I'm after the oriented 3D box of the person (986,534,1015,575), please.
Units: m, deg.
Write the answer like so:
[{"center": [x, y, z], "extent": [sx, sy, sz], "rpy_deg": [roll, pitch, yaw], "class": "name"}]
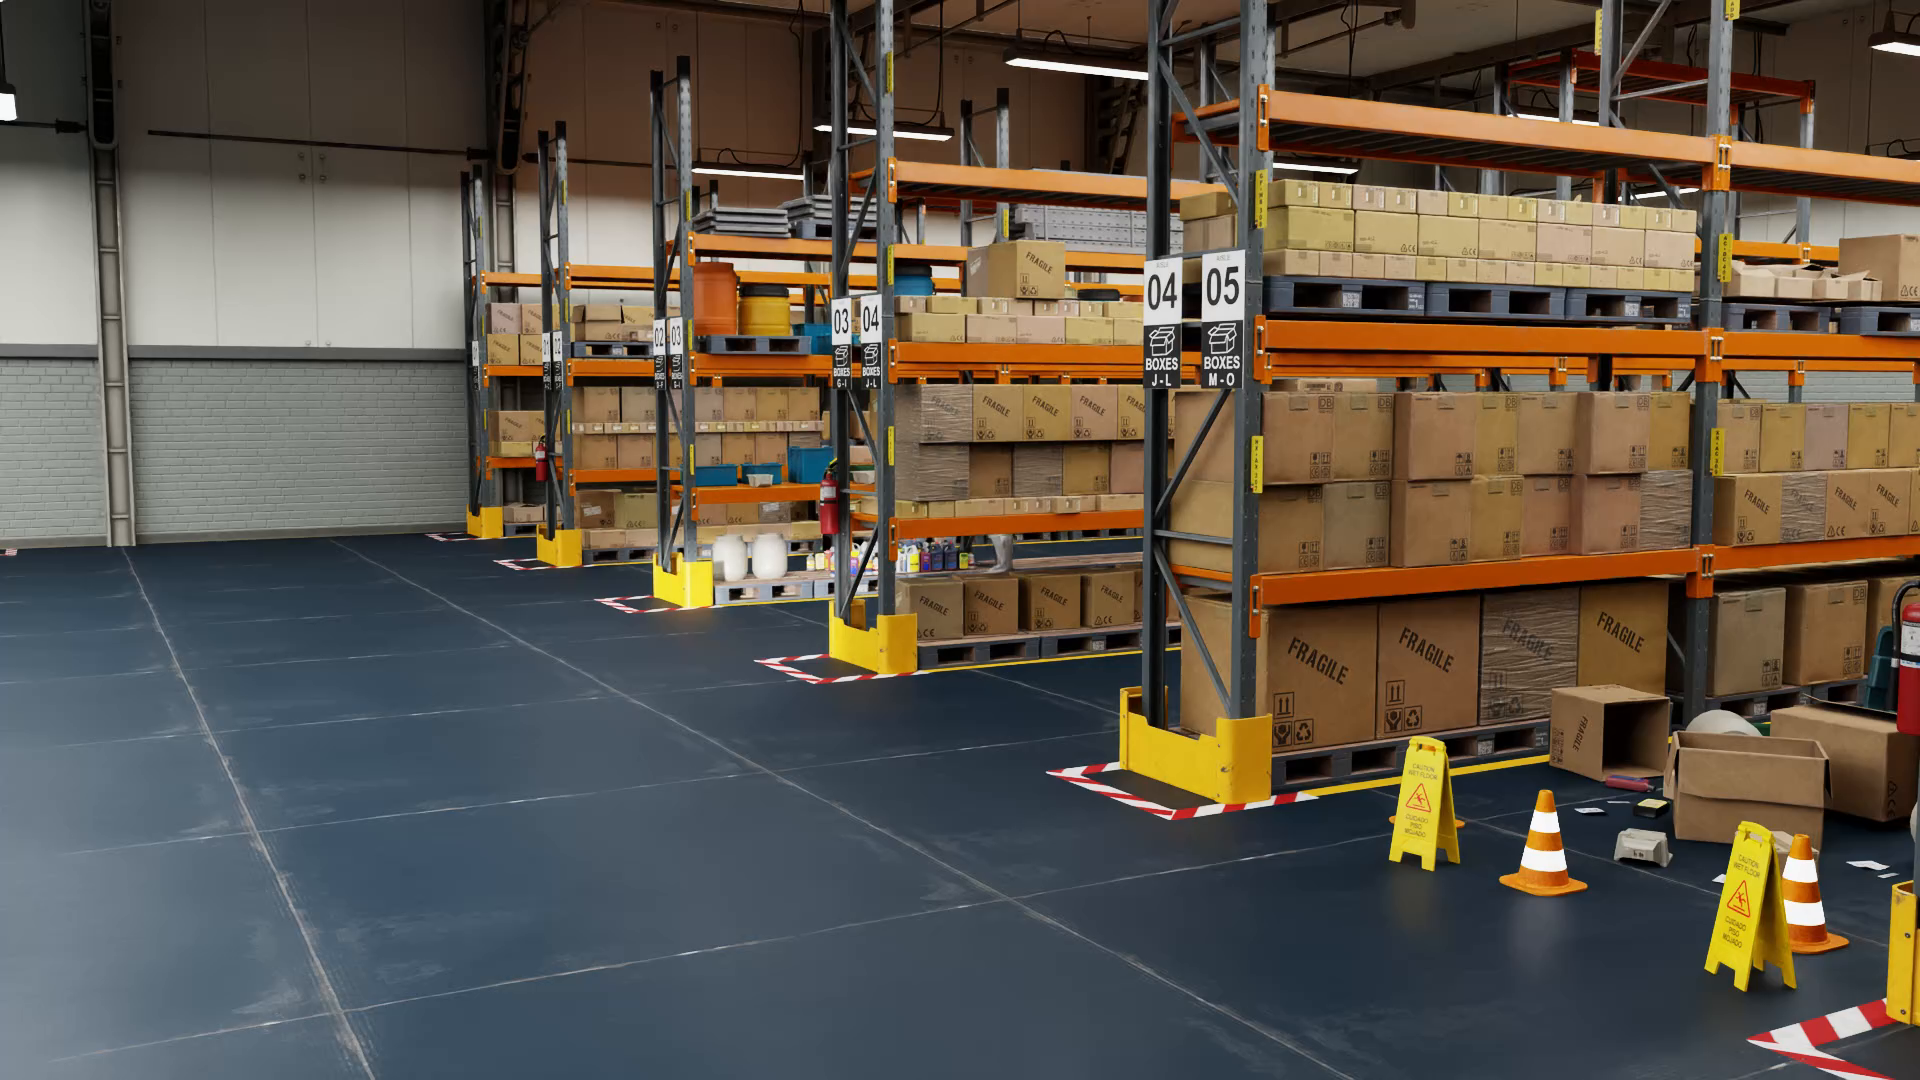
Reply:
[{"center": [0.391, -0.076, 18.190], "extent": [0.516, 1.667, 0.539], "rpy_deg": [1, 5, 11], "class": "person"}]
